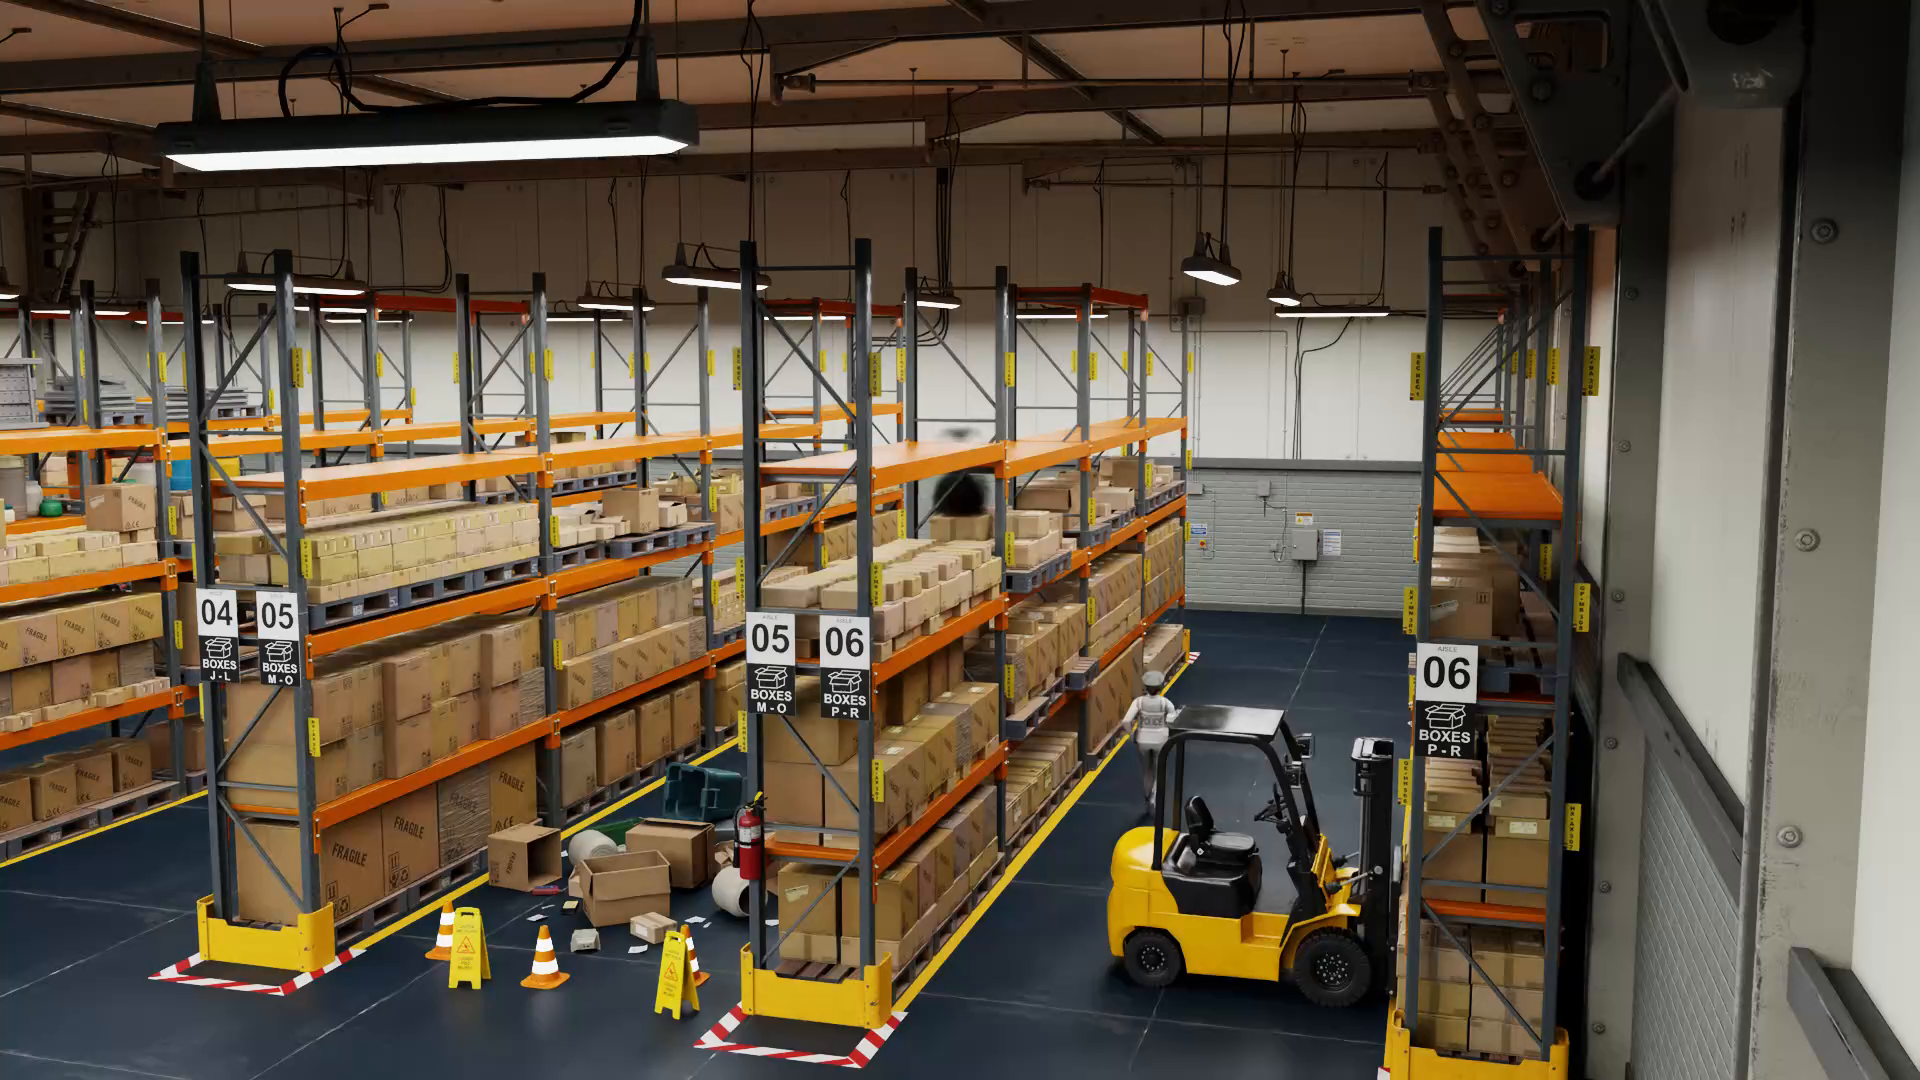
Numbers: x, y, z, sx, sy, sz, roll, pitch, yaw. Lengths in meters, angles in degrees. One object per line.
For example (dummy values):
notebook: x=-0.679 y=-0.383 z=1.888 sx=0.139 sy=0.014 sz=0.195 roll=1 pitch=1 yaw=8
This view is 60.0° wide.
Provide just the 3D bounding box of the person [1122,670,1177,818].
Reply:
person: x=2.126 y=2.267 z=18.433 sx=0.619 sy=1.666 sz=0.870 roll=2 pitch=7 yaw=15

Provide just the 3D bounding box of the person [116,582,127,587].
person: x=-14.947 y=1.041 z=29.804 sx=0.526 sy=1.666 sz=0.796 roll=1 pitch=6 yaw=6
